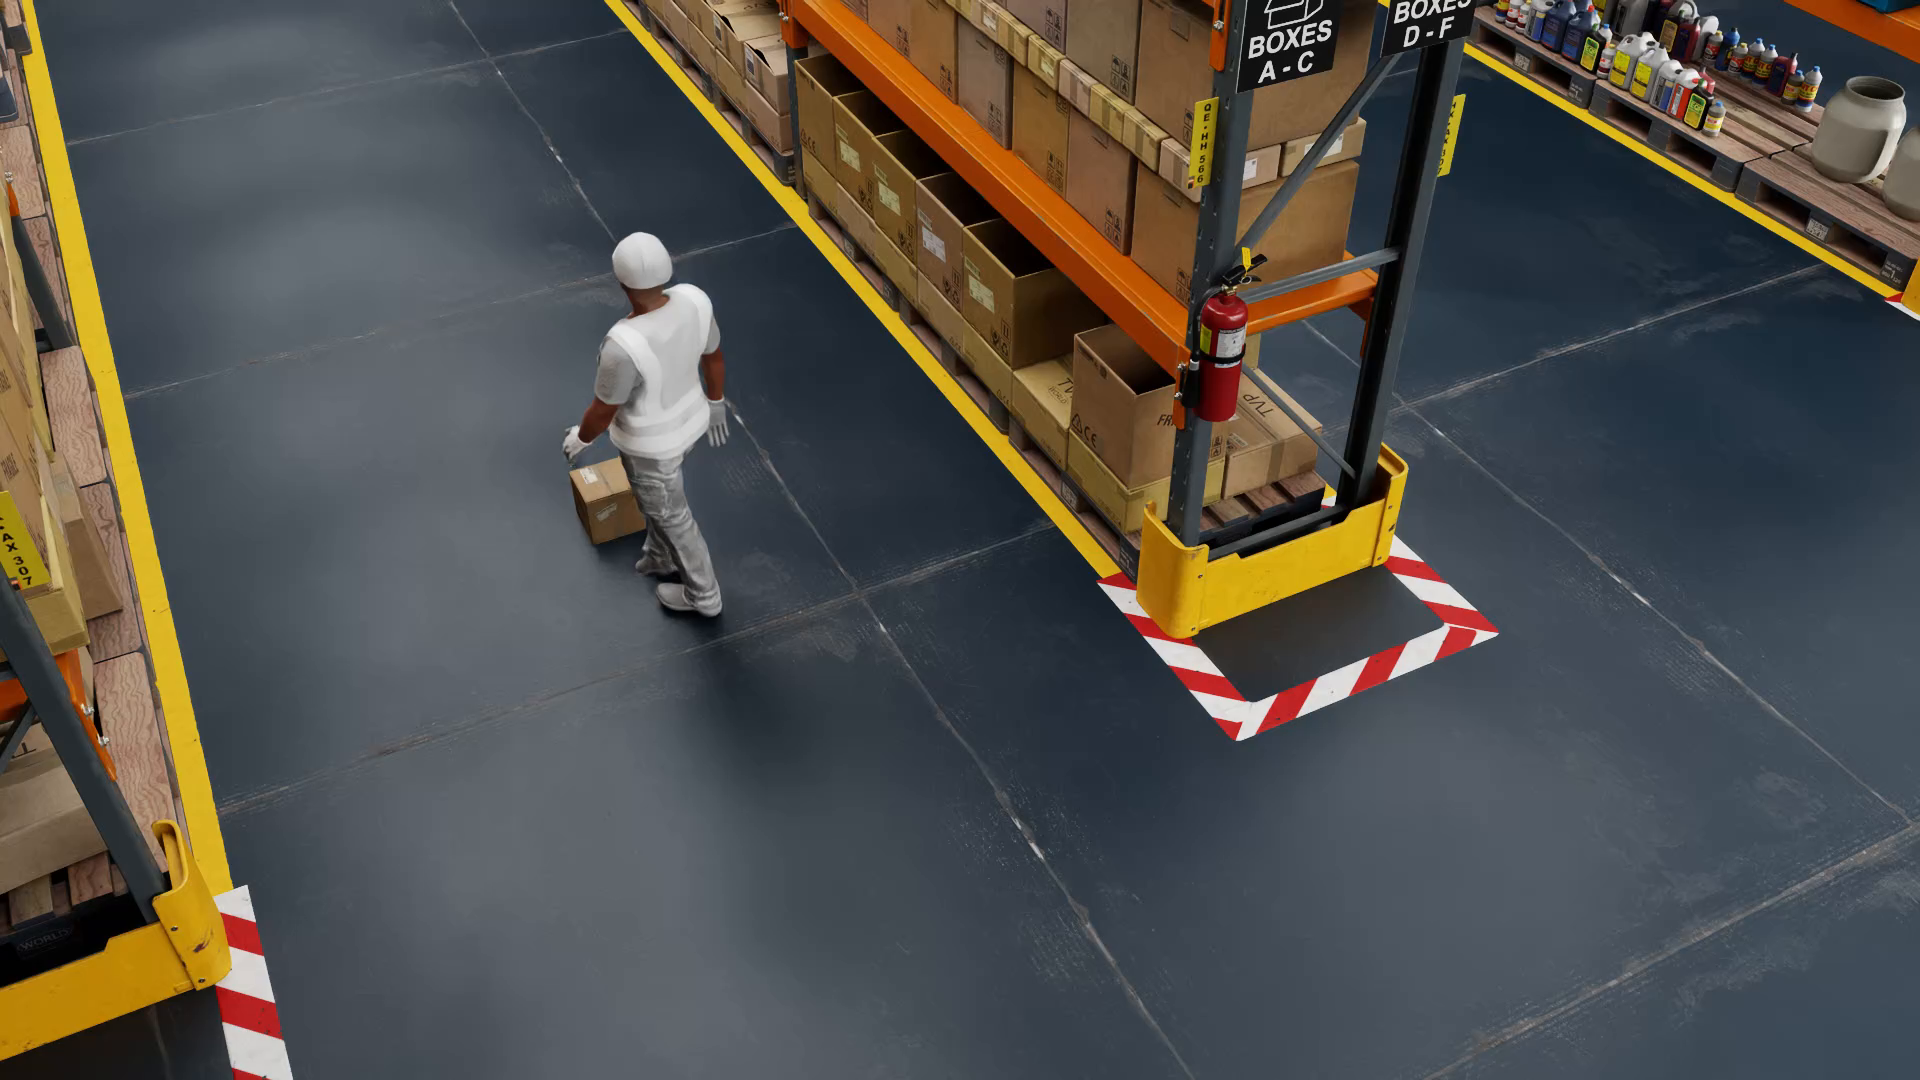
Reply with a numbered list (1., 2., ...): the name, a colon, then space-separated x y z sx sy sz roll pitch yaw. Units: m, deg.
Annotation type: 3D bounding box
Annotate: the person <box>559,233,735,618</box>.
1. person: -1.273 -0.443 6.666 0.707 1.822 0.575 17 44 19
